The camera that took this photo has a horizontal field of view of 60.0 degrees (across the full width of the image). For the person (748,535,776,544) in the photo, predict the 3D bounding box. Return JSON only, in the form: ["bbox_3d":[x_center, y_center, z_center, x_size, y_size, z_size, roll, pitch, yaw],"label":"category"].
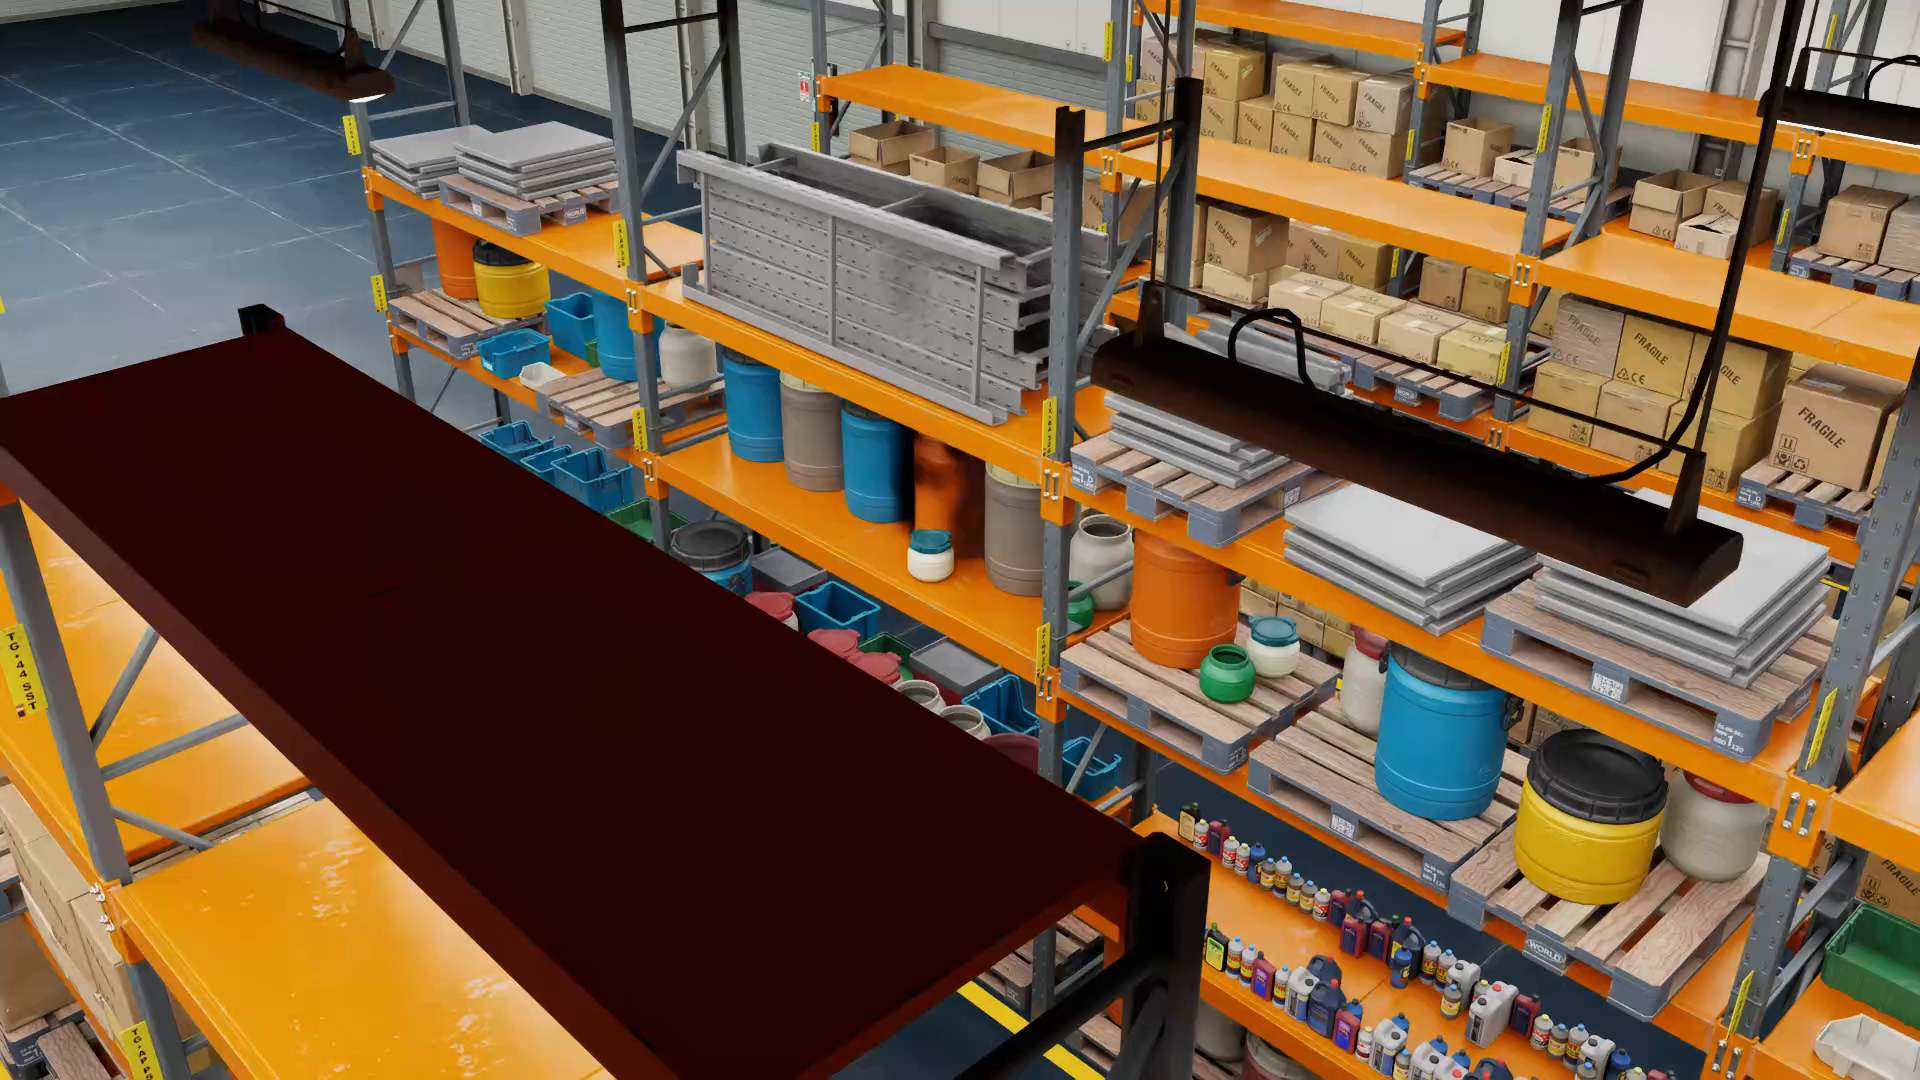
[{"bbox_3d":[-1.903,-0.674,16.441,0.593,1.604,0.582,6,29,12],"label":"person"}]
